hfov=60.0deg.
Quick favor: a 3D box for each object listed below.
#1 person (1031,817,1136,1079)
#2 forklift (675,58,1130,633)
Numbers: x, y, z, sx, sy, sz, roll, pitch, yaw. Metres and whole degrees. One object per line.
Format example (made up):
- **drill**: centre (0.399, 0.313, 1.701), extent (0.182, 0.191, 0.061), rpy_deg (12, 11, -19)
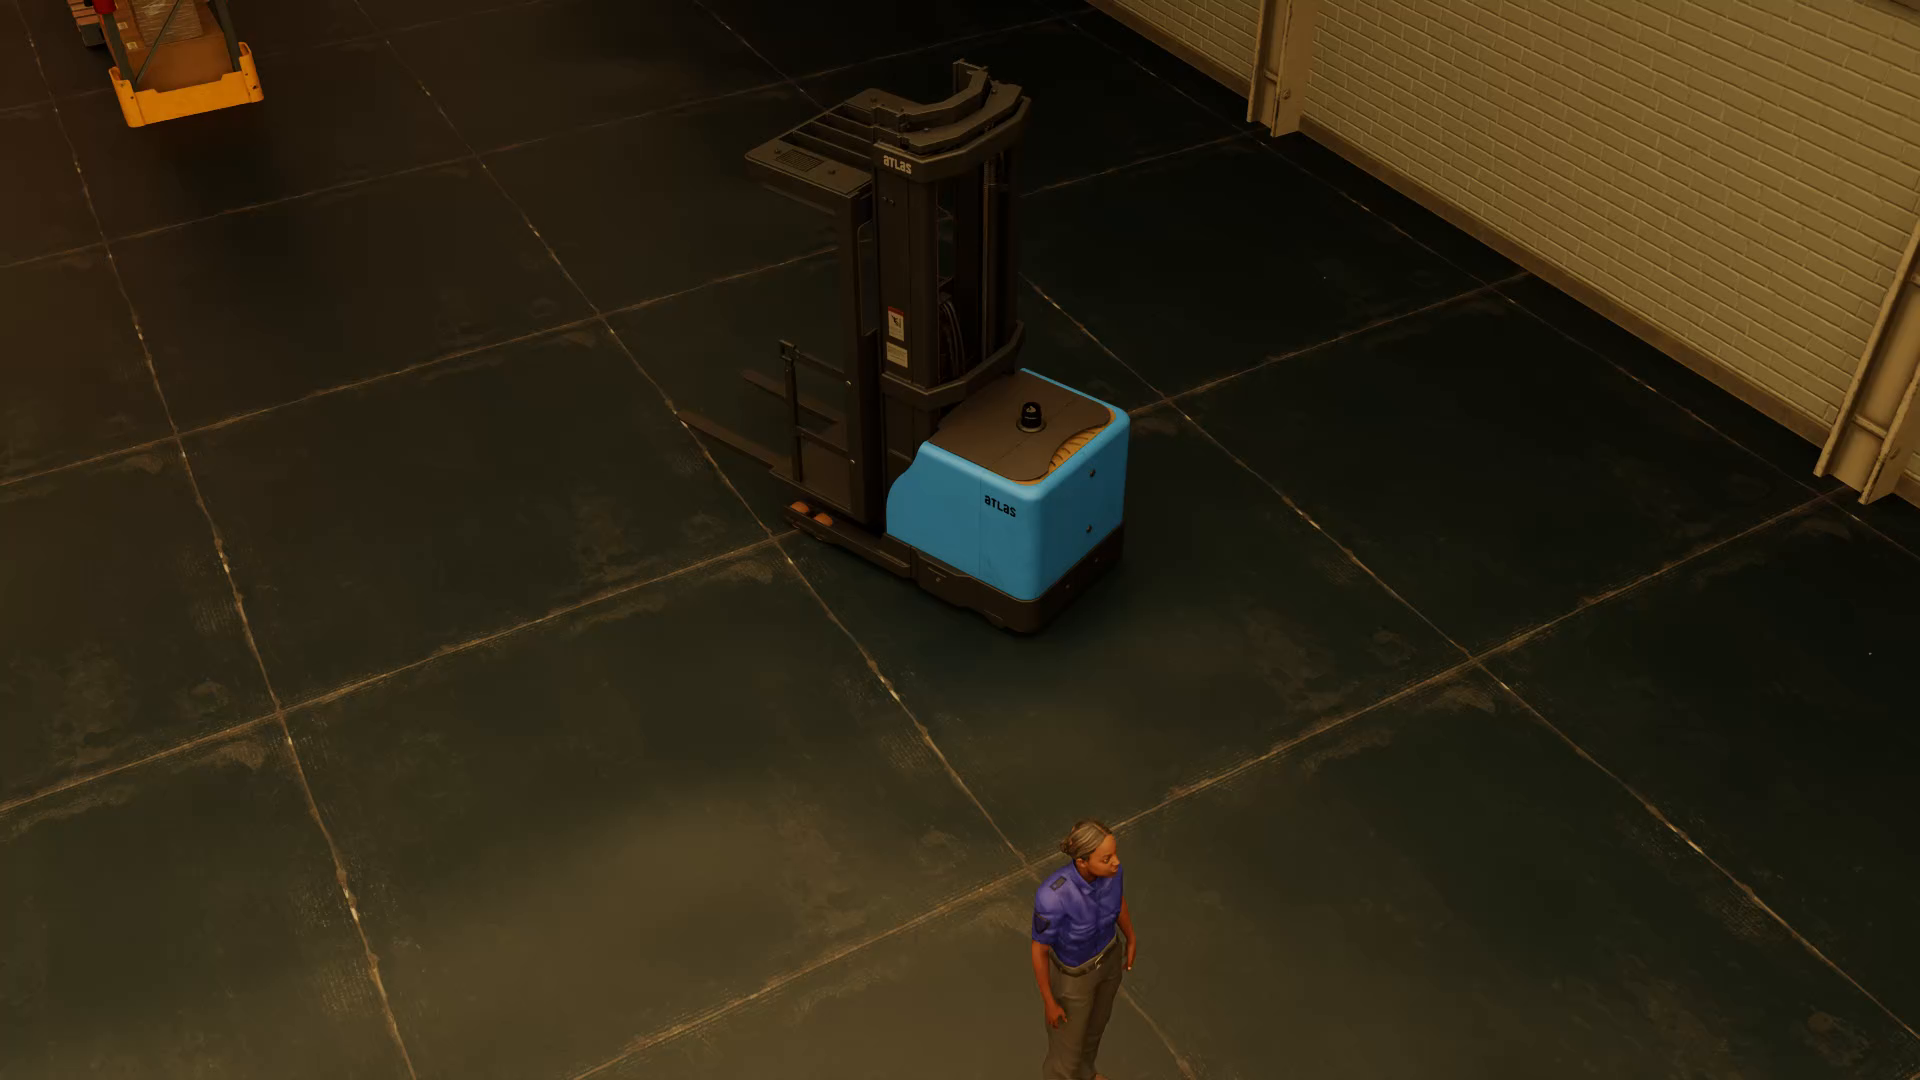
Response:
- **person**: centre (0.557, 1.824, 6.835), extent (0.569, 1.643, 0.504), rpy_deg (-32, 49, -32)
- **forklift**: centre (-0.481, -1.366, 9.683), extent (3.031, 2.935, 1.130), rpy_deg (26, 46, 28)
